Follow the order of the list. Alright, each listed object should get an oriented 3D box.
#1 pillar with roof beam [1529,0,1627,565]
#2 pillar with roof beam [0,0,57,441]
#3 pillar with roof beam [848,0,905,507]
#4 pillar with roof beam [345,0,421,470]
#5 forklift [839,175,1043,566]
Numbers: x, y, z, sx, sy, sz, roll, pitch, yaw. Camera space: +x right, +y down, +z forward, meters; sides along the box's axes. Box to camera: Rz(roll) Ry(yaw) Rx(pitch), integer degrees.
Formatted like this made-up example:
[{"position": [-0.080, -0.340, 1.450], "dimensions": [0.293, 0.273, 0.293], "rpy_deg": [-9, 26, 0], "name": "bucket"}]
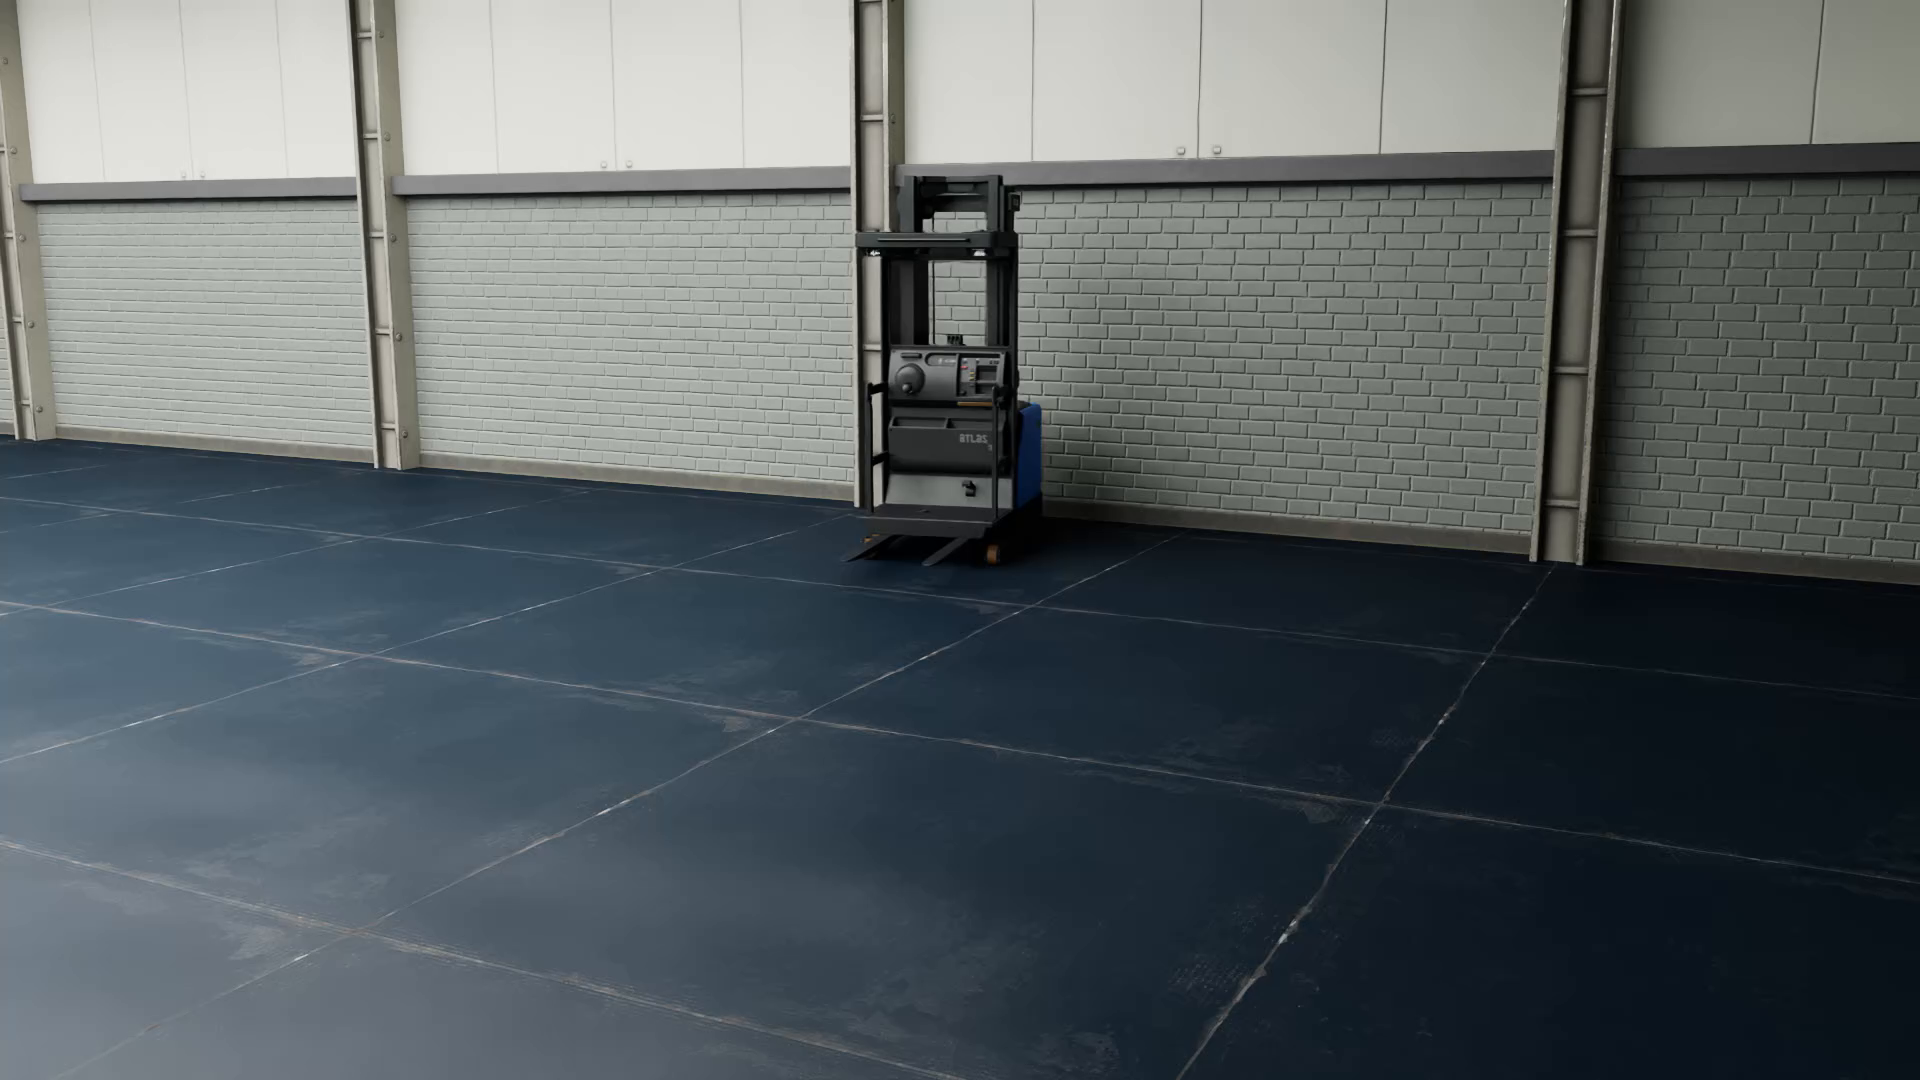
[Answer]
[{"position": [2.736, -3.588, 8.286], "dimensions": [0.400, 9.000, 9.100], "rpy_deg": [5, 11, 26], "name": "pillar with roof beam"}, {"position": [-13.406, -5.006, 16.123], "dimensions": [0.400, 9.000, 9.100], "rpy_deg": [5, 11, 26], "name": "pillar with roof beam"}, {"position": [-2.644, -4.061, 10.898], "dimensions": [0.400, 9.000, 9.100], "rpy_deg": [5, 11, 26], "name": "pillar with roof beam"}, {"position": [-8.025, -4.533, 13.510], "dimensions": [0.400, 9.000, 9.100], "rpy_deg": [5, 11, 26], "name": "pillar with roof beam"}, {"position": [-0.151, -1.323, 12.811], "dimensions": [1.130, 2.935, 3.031], "rpy_deg": [3, 11, 14], "name": "forklift"}]
